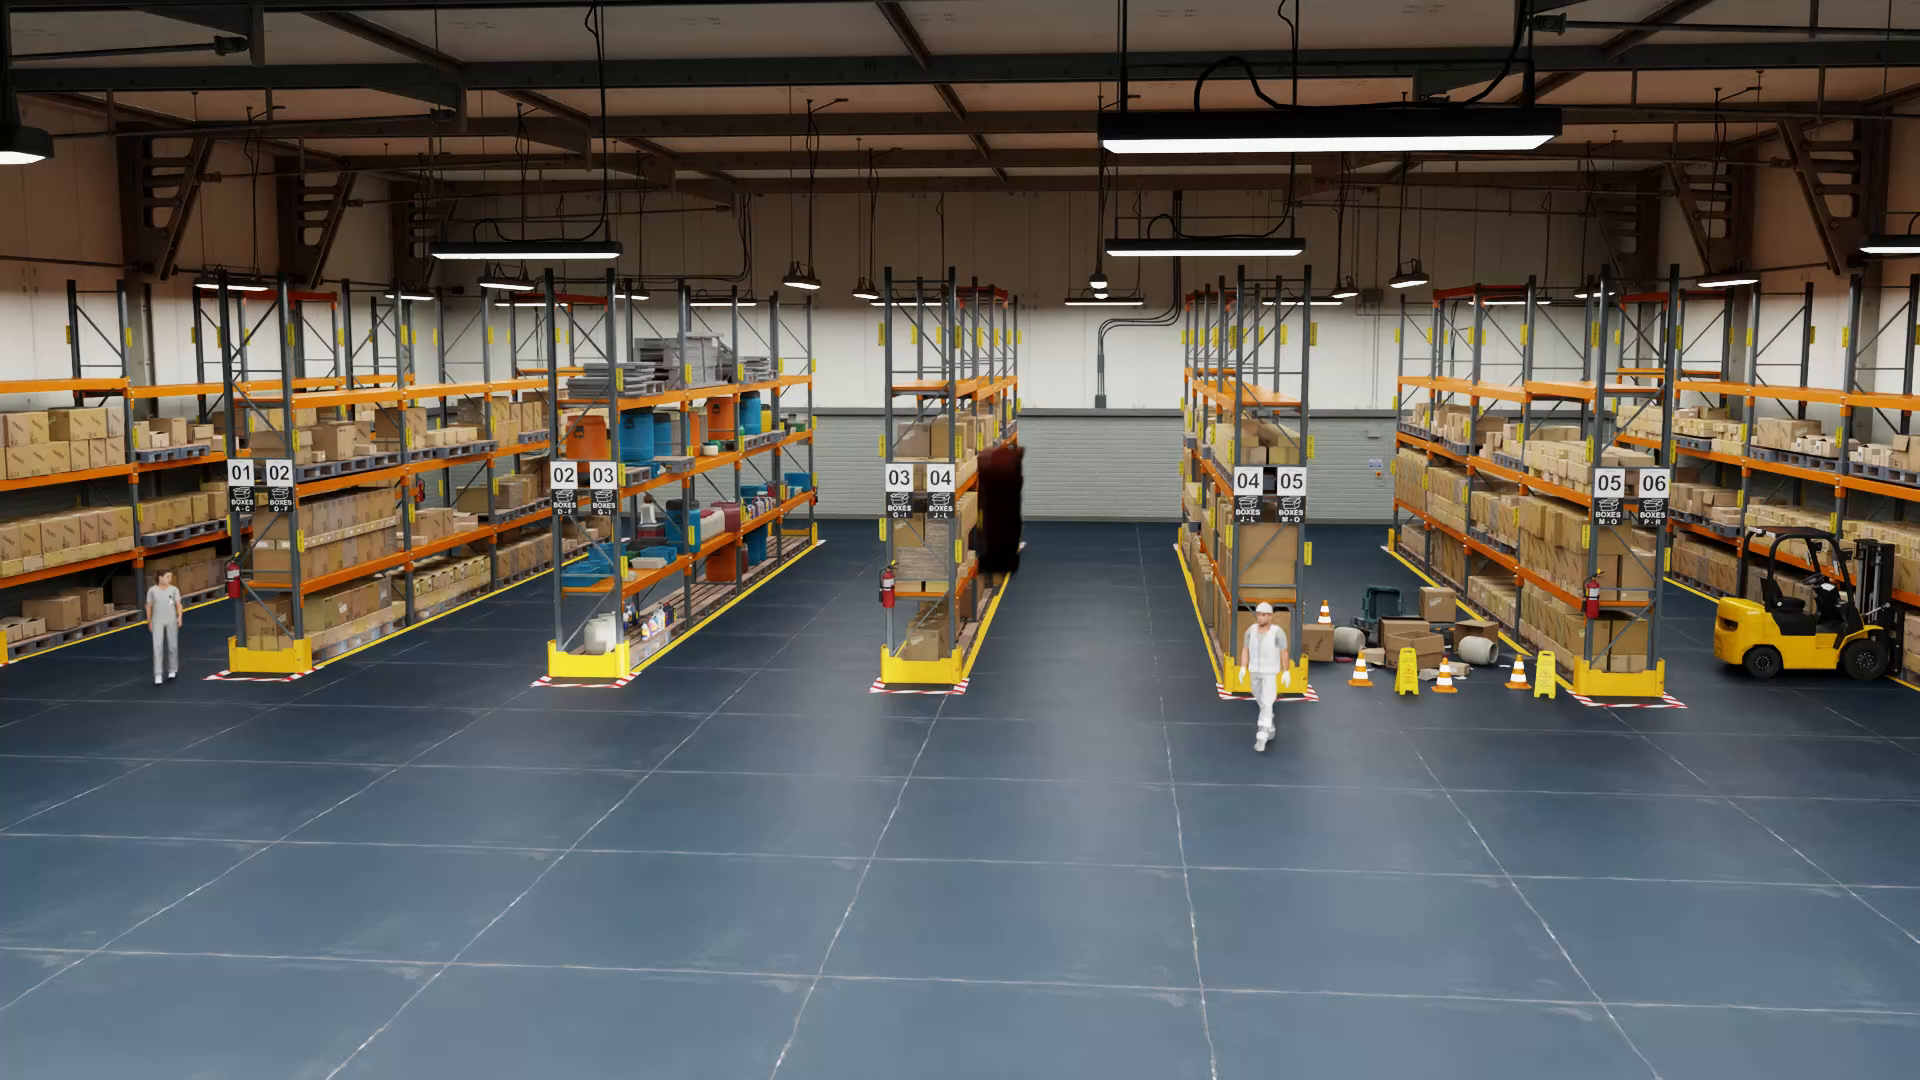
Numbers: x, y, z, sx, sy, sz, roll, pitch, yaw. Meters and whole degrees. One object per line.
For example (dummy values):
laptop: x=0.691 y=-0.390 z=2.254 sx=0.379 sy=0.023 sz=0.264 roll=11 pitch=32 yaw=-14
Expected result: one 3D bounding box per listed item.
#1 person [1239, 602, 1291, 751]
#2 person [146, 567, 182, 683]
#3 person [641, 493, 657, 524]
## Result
person: x=3.692 y=1.638 z=20.366 sx=0.576 sy=1.746 sz=0.919 roll=6 pitch=9 yaw=38
person: x=-11.595 y=1.250 z=24.301 sx=0.476 sy=1.651 sz=0.807 roll=-4 pitch=8 yaw=-32
person: x=-6.867 y=-0.217 z=36.540 sx=0.455 sy=1.589 sz=0.437 roll=5 pitch=9 yaw=38
